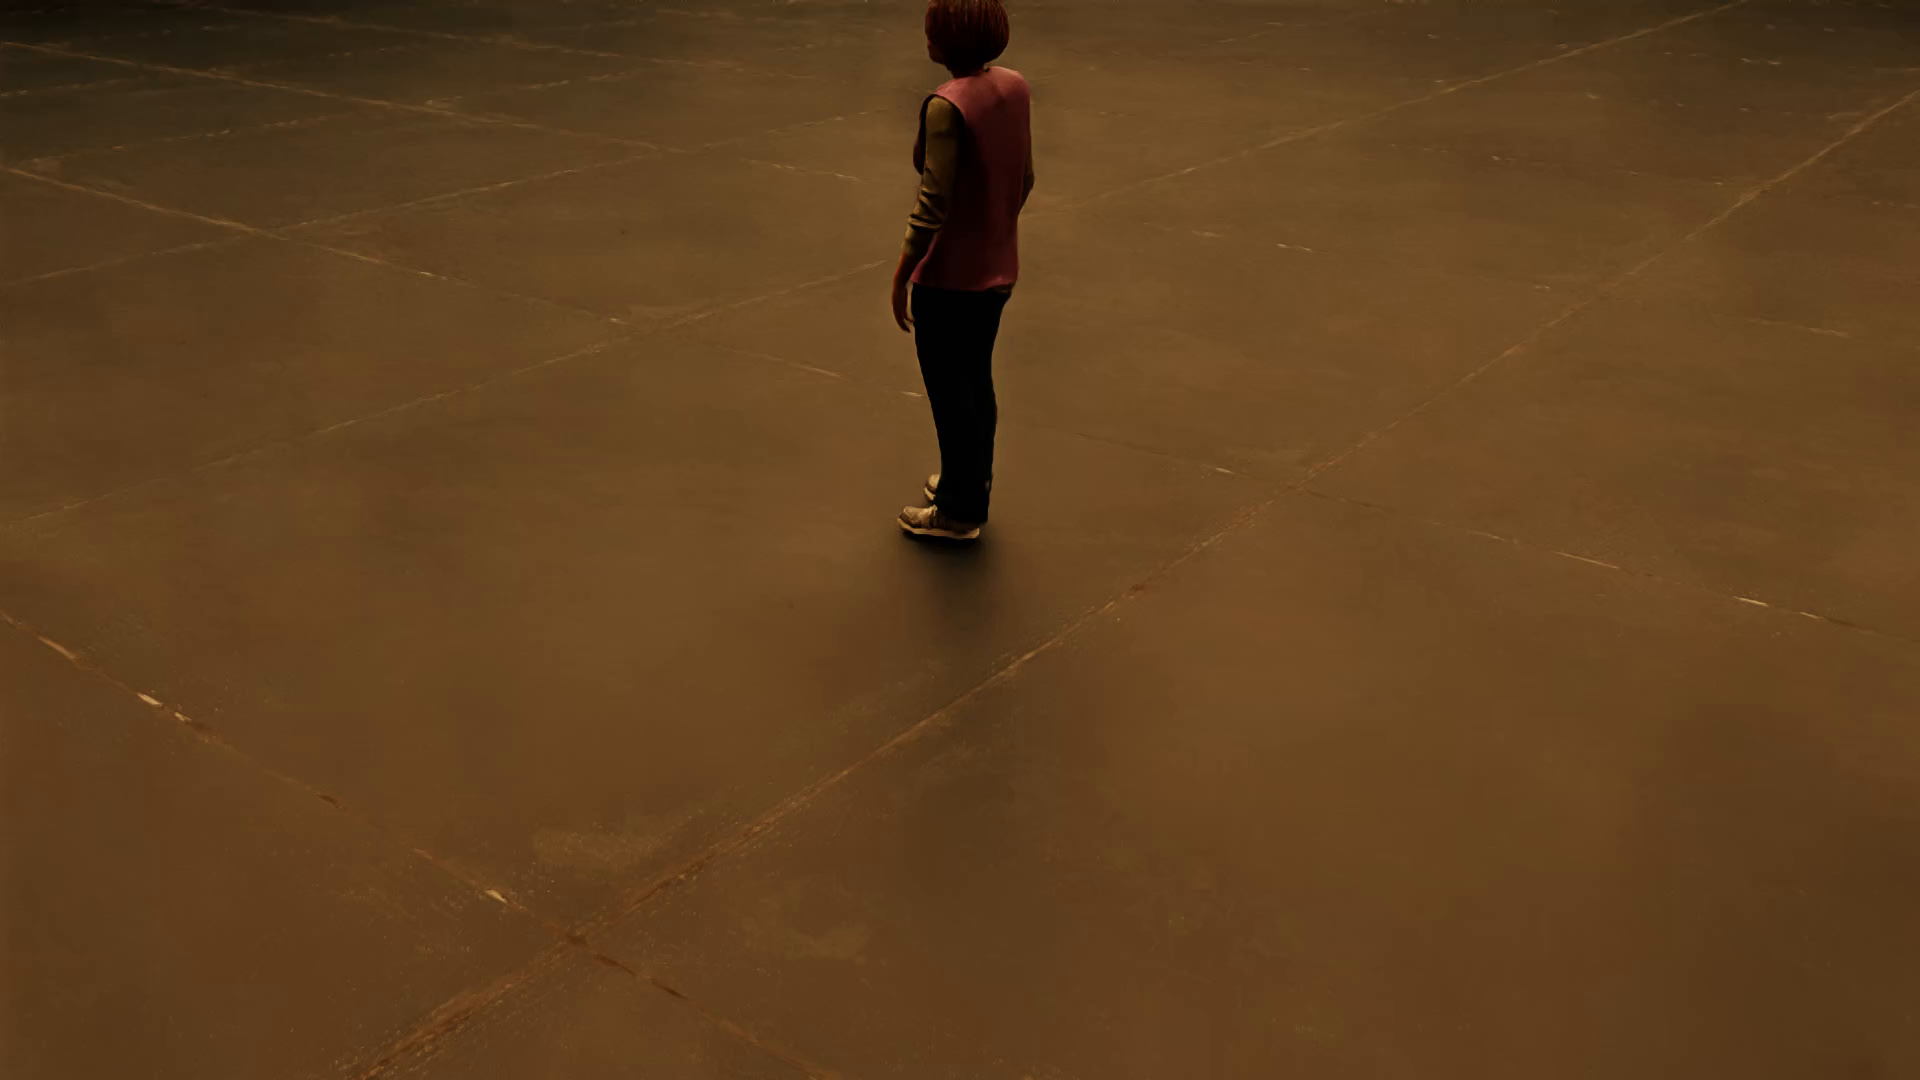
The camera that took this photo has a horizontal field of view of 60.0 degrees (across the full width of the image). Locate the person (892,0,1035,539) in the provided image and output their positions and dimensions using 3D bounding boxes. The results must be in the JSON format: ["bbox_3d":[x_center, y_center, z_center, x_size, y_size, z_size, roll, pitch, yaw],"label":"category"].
[{"bbox_3d":[-0.050,-0.761,4.745,0.474,1.597,0.520,17,29,34],"label":"person"}]
